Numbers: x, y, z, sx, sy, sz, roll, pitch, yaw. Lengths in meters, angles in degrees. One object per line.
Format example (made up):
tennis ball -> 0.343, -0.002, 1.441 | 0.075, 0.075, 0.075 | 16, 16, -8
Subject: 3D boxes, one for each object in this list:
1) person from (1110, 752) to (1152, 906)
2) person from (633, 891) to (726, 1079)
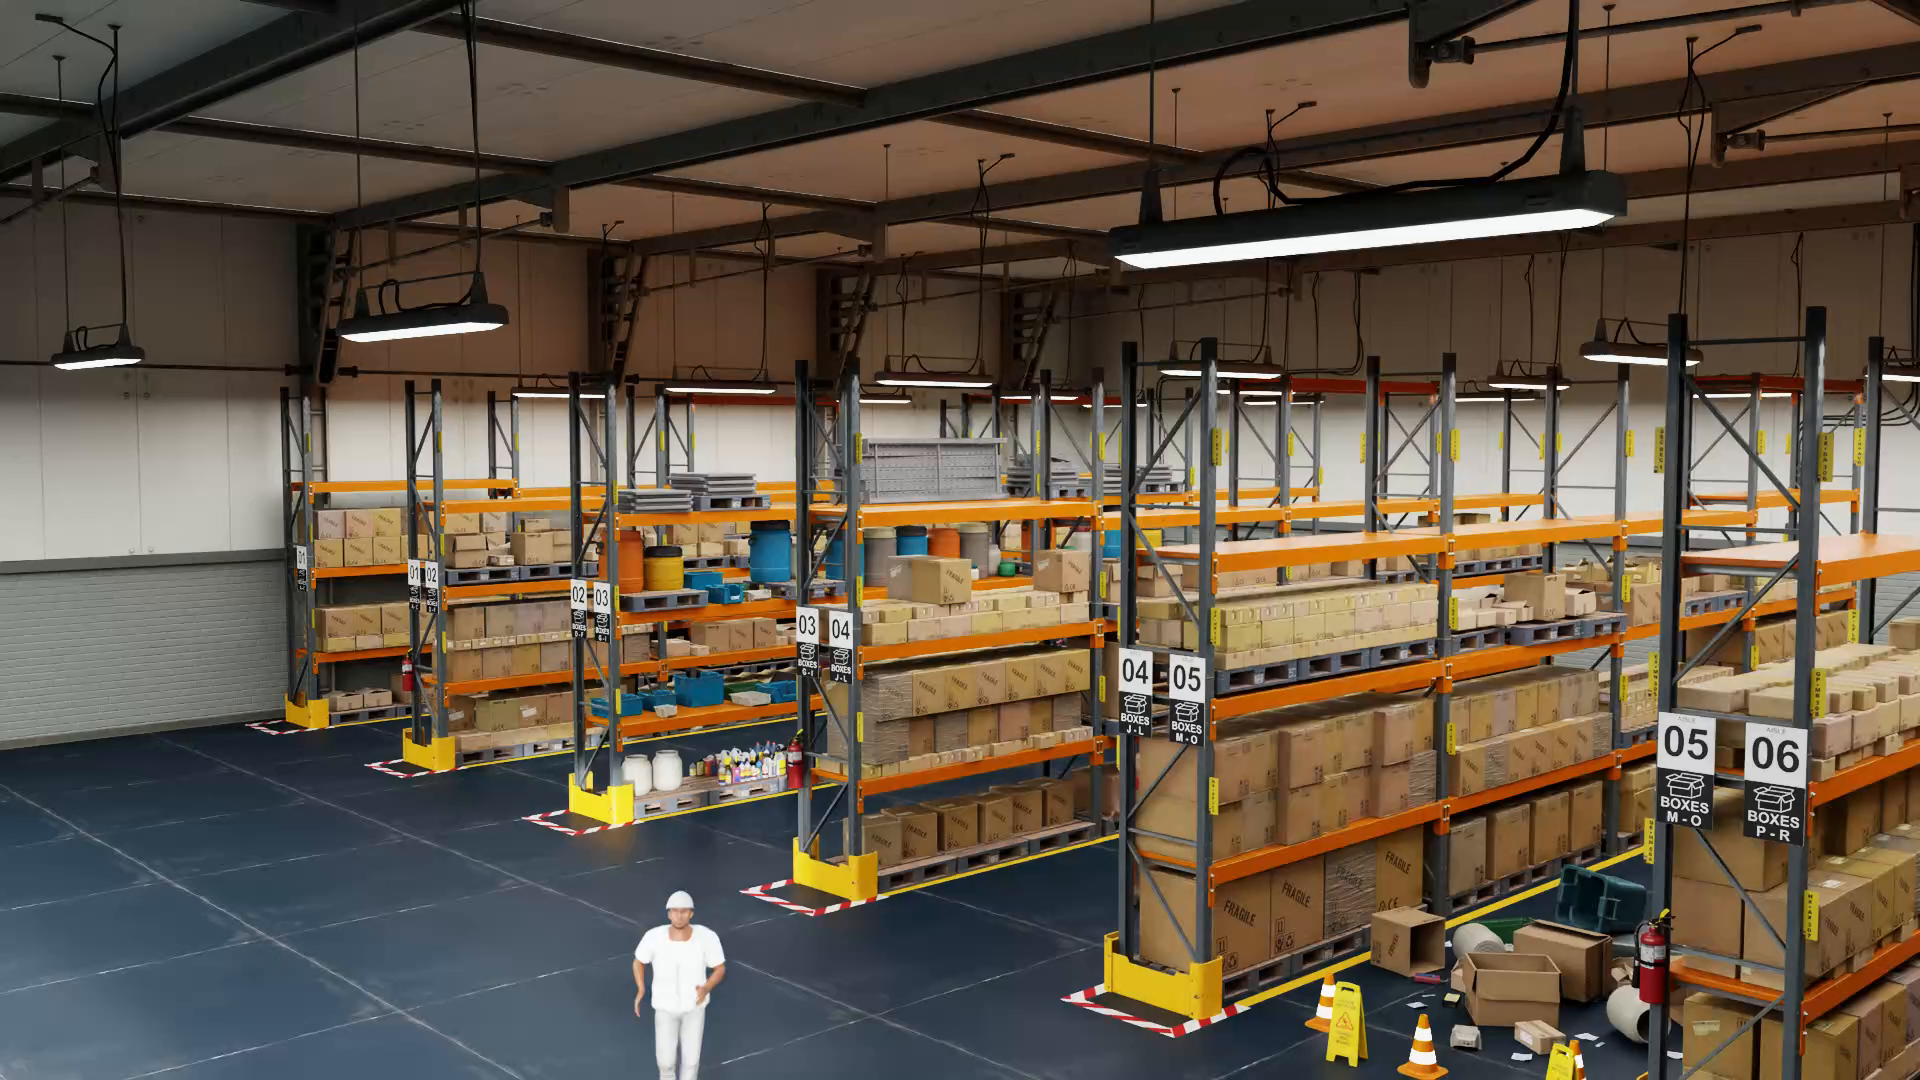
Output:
person -> 1.969, 3.157, 18.255 | 0.660, 1.674, 0.626 | 2, 4, 34
person -> -2.112, 3.504, 12.517 | 0.699, 1.722, 0.580 | -1, 4, -8
